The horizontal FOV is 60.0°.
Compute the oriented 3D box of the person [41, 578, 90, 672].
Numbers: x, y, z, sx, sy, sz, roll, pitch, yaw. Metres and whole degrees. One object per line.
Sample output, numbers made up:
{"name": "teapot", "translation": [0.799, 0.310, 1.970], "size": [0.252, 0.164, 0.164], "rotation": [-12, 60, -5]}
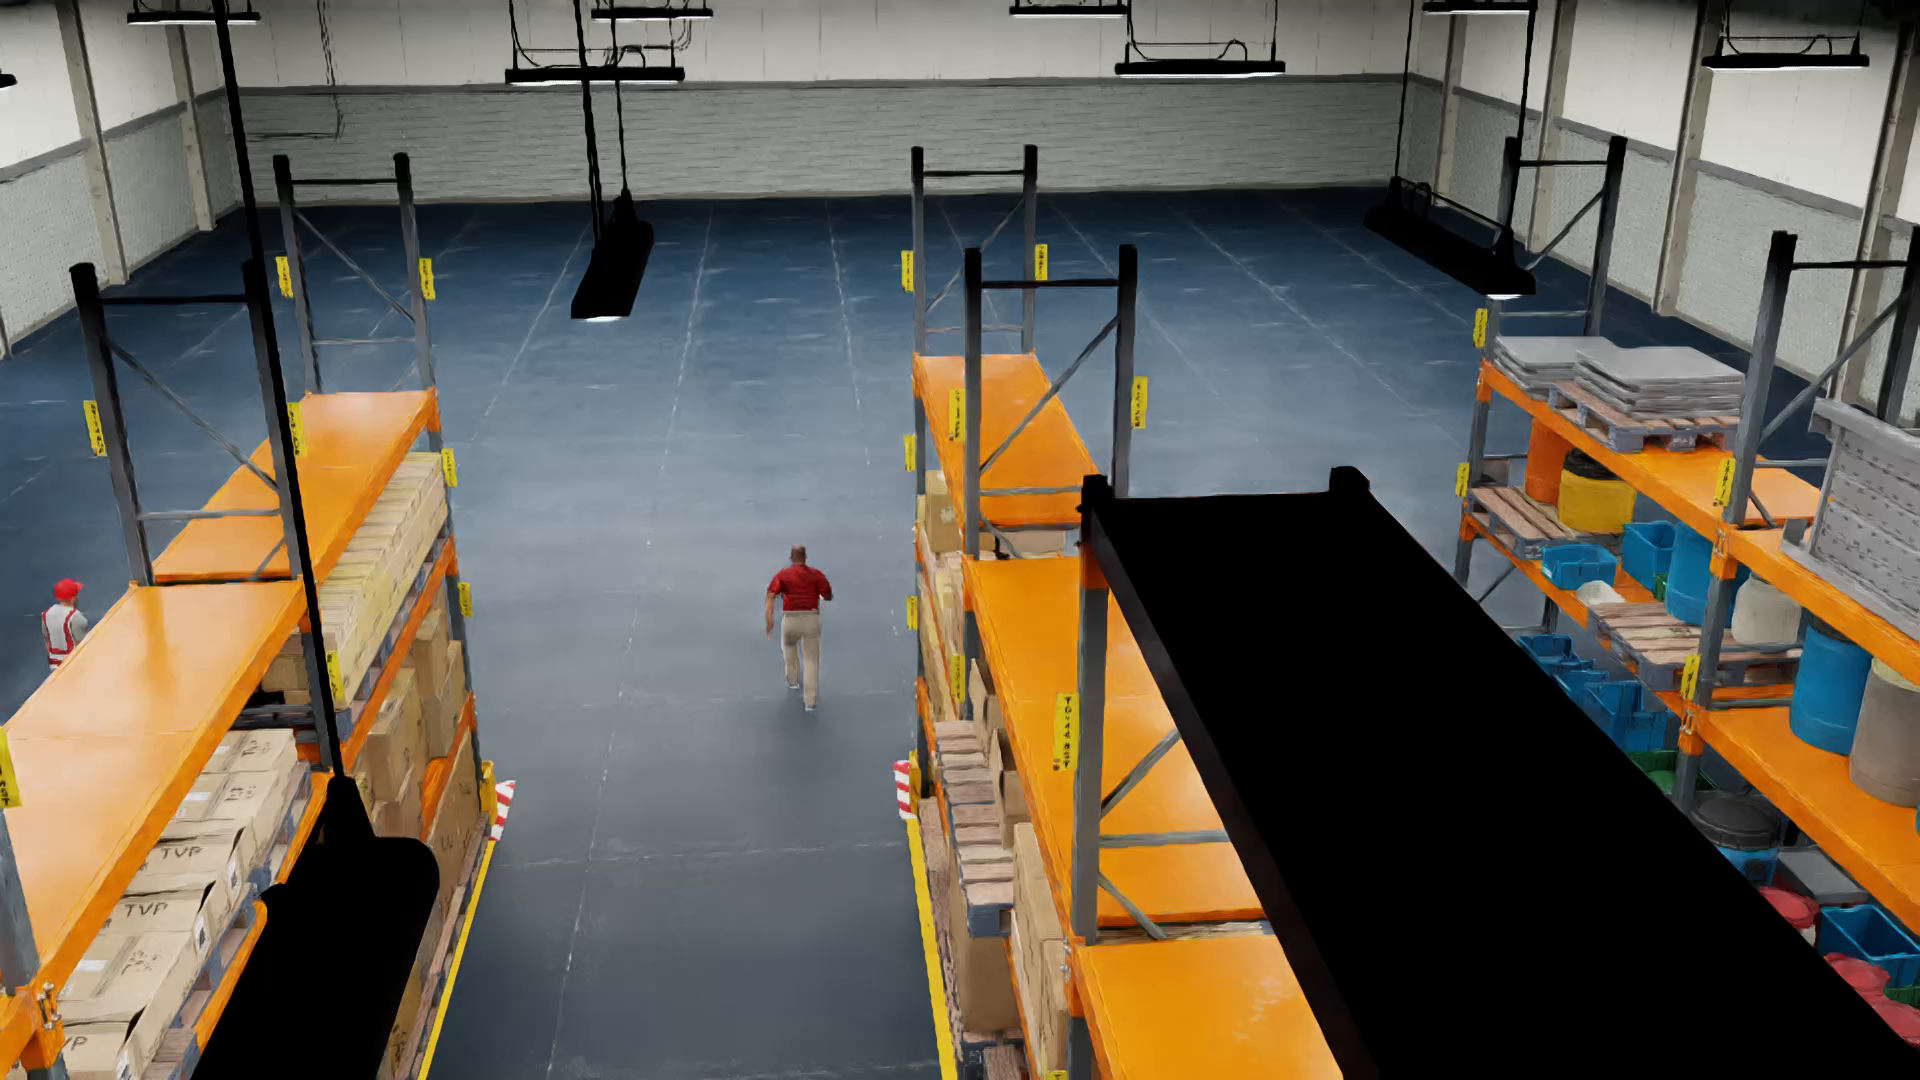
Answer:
{"name": "person", "translation": [-8.655, 1.221, 16.231], "size": [0.595, 1.739, 0.986], "rotation": [6, 22, 14]}

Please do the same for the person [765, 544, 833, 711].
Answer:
{"name": "person", "translation": [-1.652, 0.853, 17.239], "size": [0.686, 1.666, 0.867], "rotation": [0, 22, -1]}
